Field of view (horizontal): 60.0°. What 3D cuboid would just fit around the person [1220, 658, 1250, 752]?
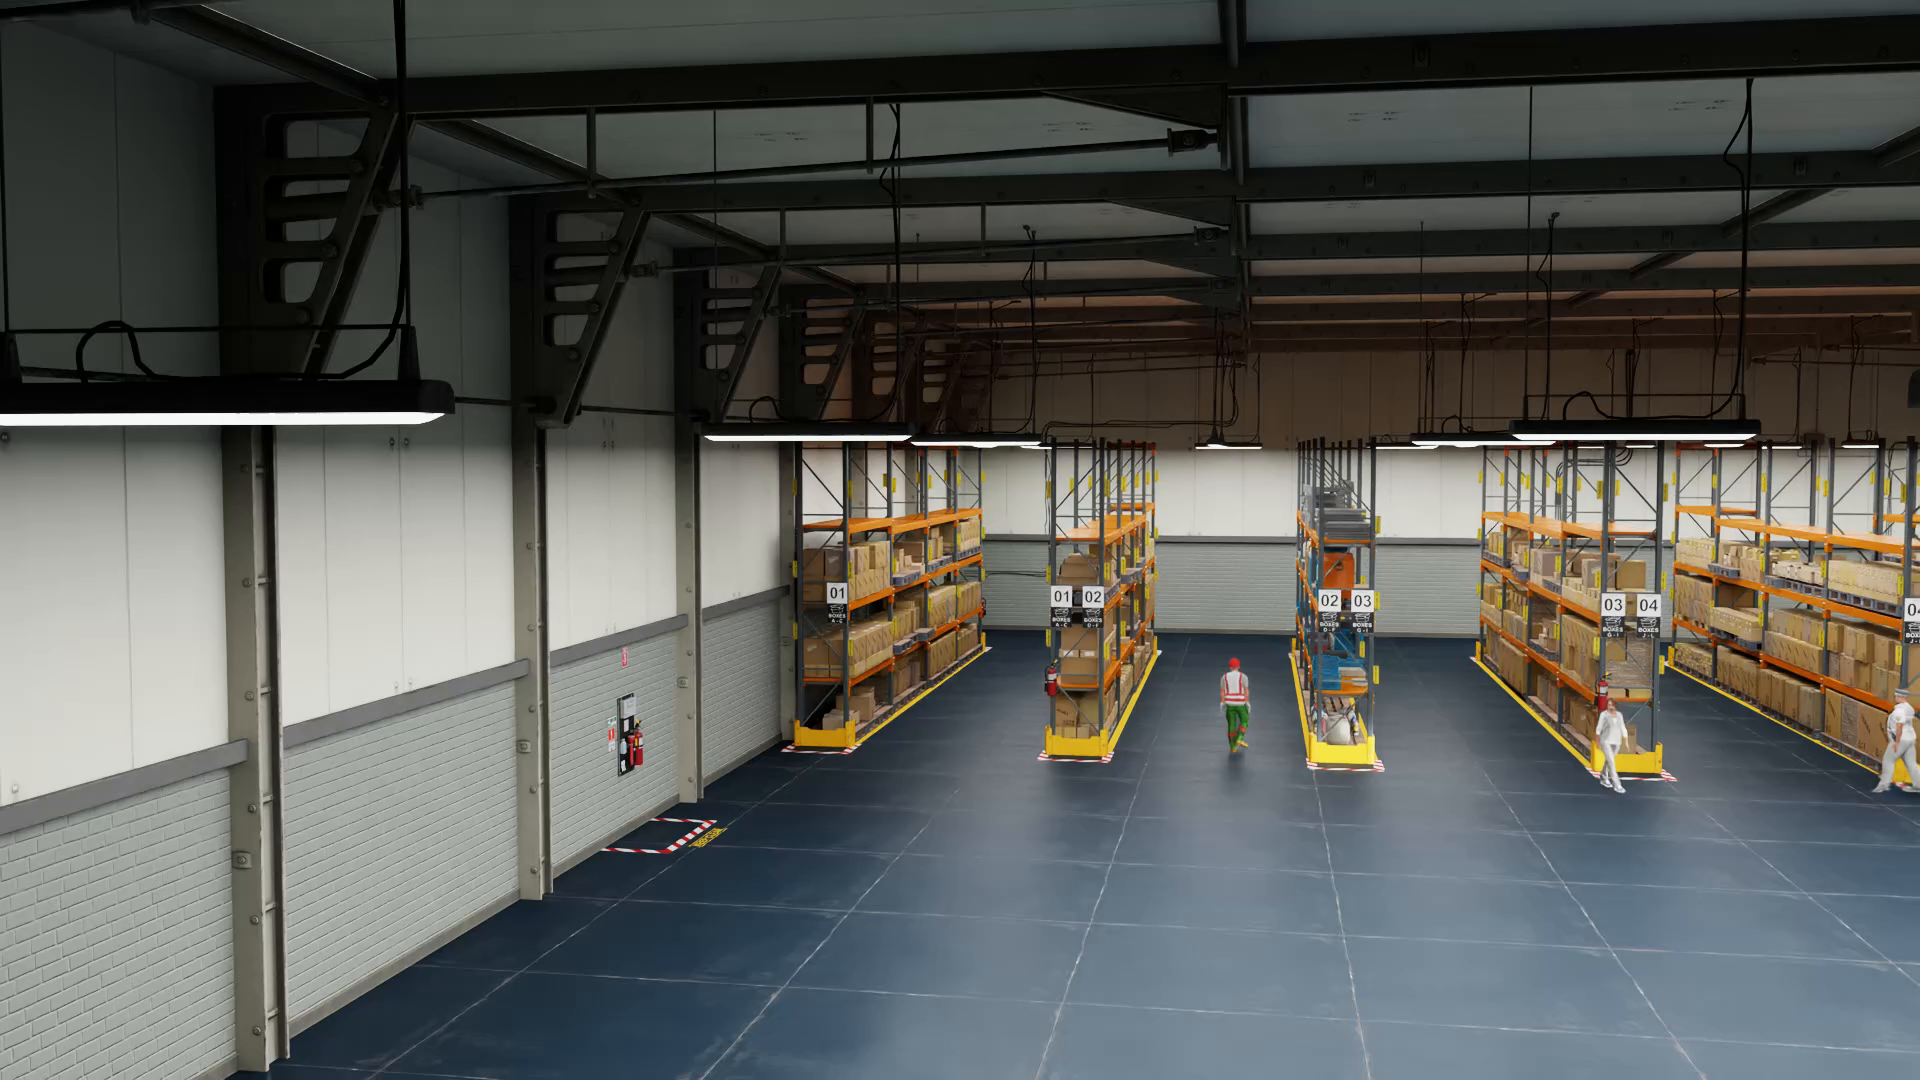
[{"bbox_3d":[5.245,3.148,31.715,0.587,1.781,0.502,1,3,21],"label":"person"}]

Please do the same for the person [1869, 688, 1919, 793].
[{"bbox_3d":[15.794,3.397,27.943,0.591,1.790,0.744,-3,4,-40],"label":"person"}]

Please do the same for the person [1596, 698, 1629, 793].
[{"bbox_3d":[11.012,3.439,27.997,0.433,1.564,0.892,0,3,-8],"label":"person"}]
